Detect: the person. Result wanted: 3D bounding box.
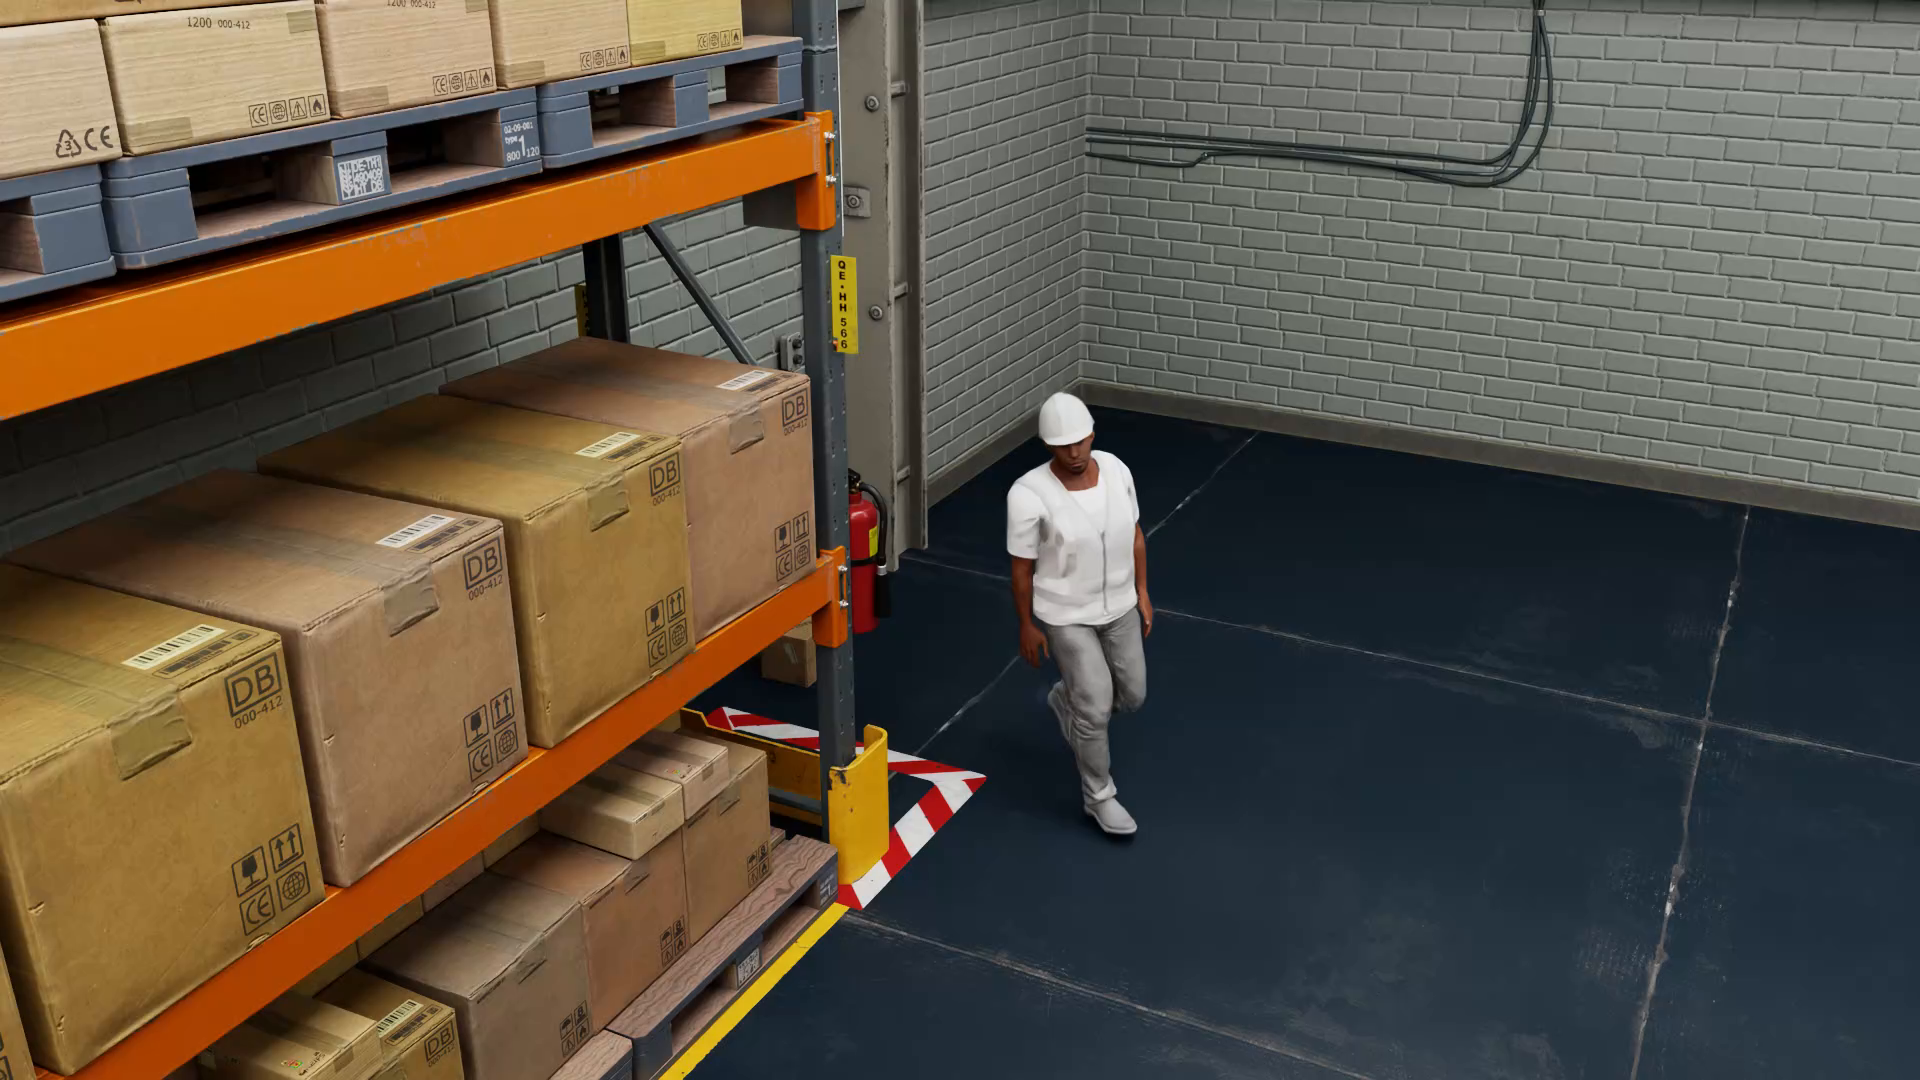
[{"bbox_3d":[0.463,0.258,6.433,0.586,1.739,0.737,-13,26,-28],"label":"person"}]
